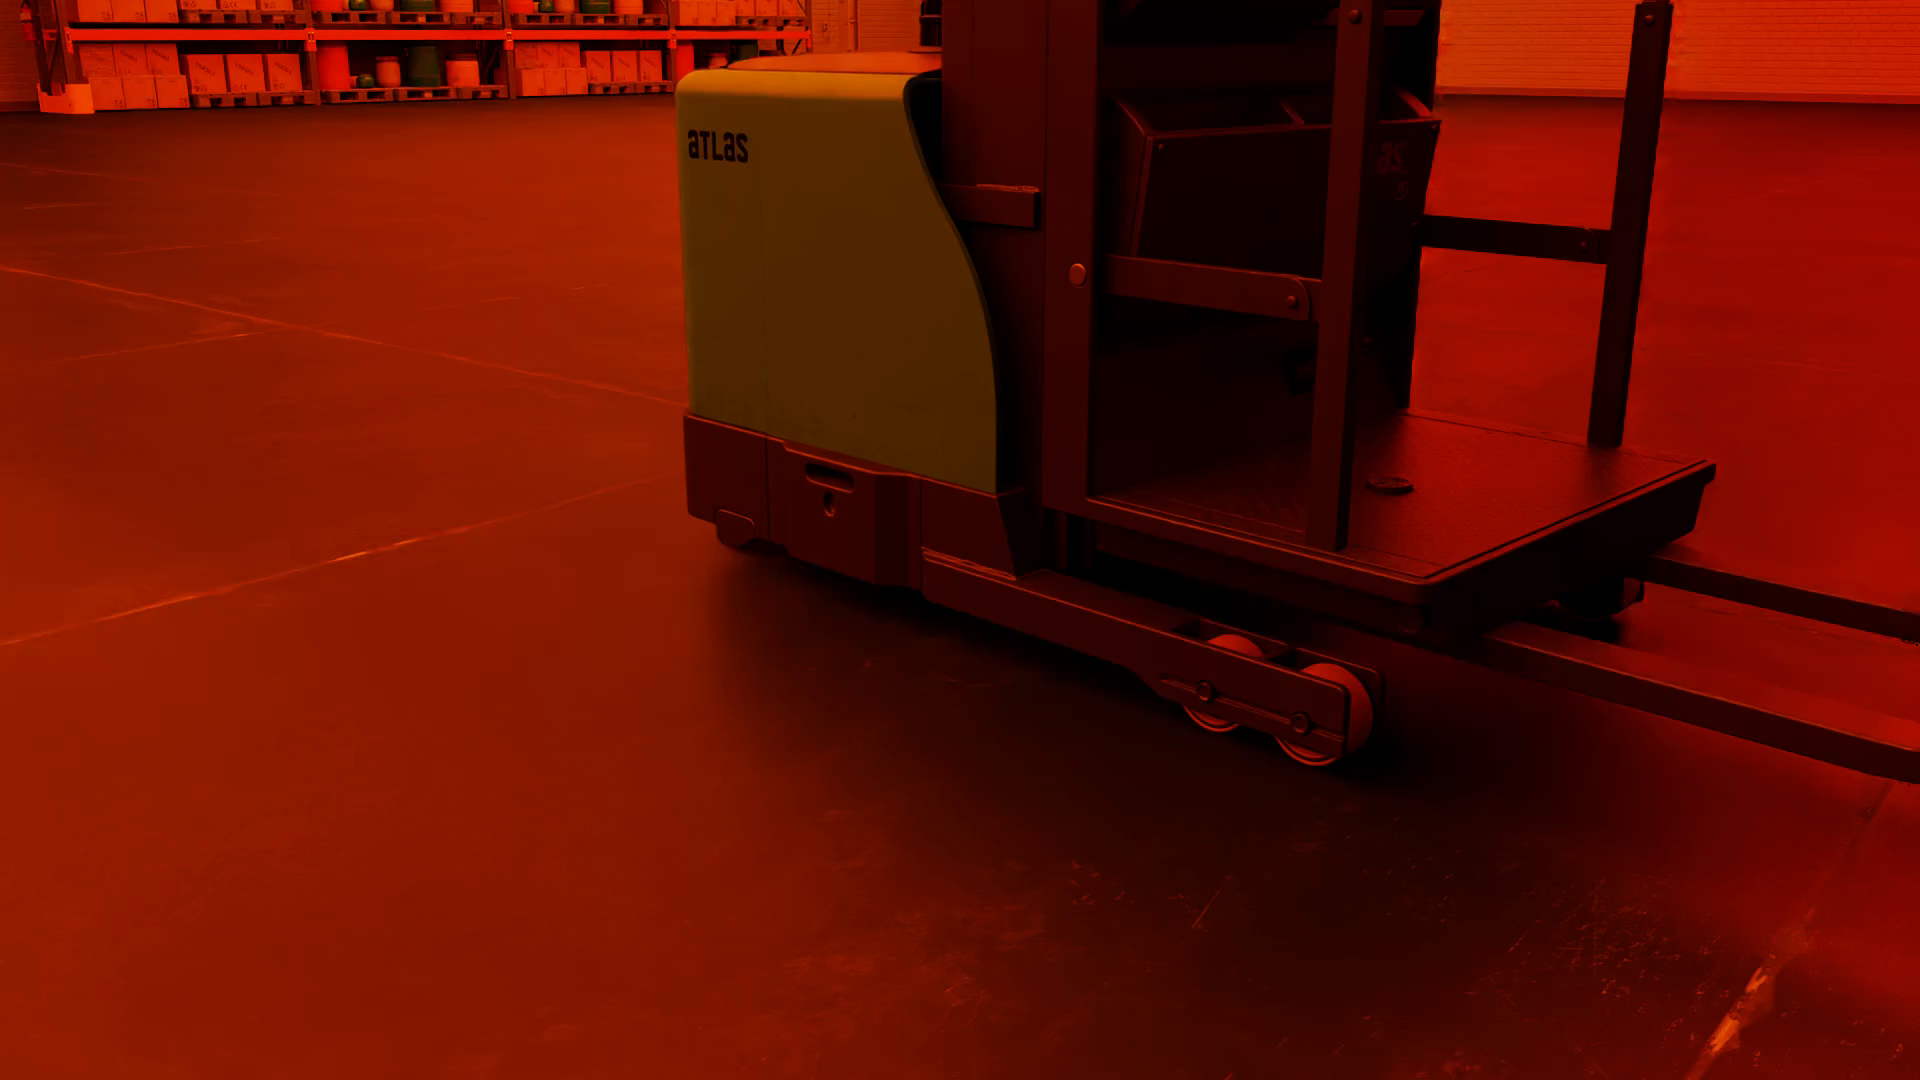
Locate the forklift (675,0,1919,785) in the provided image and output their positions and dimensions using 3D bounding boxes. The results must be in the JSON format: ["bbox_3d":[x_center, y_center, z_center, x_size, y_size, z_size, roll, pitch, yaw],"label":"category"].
[{"bbox_3d":[0.750,-1.201,2.853,1.130,2.935,3.031,-16,23,-42],"label":"forklift"}]
